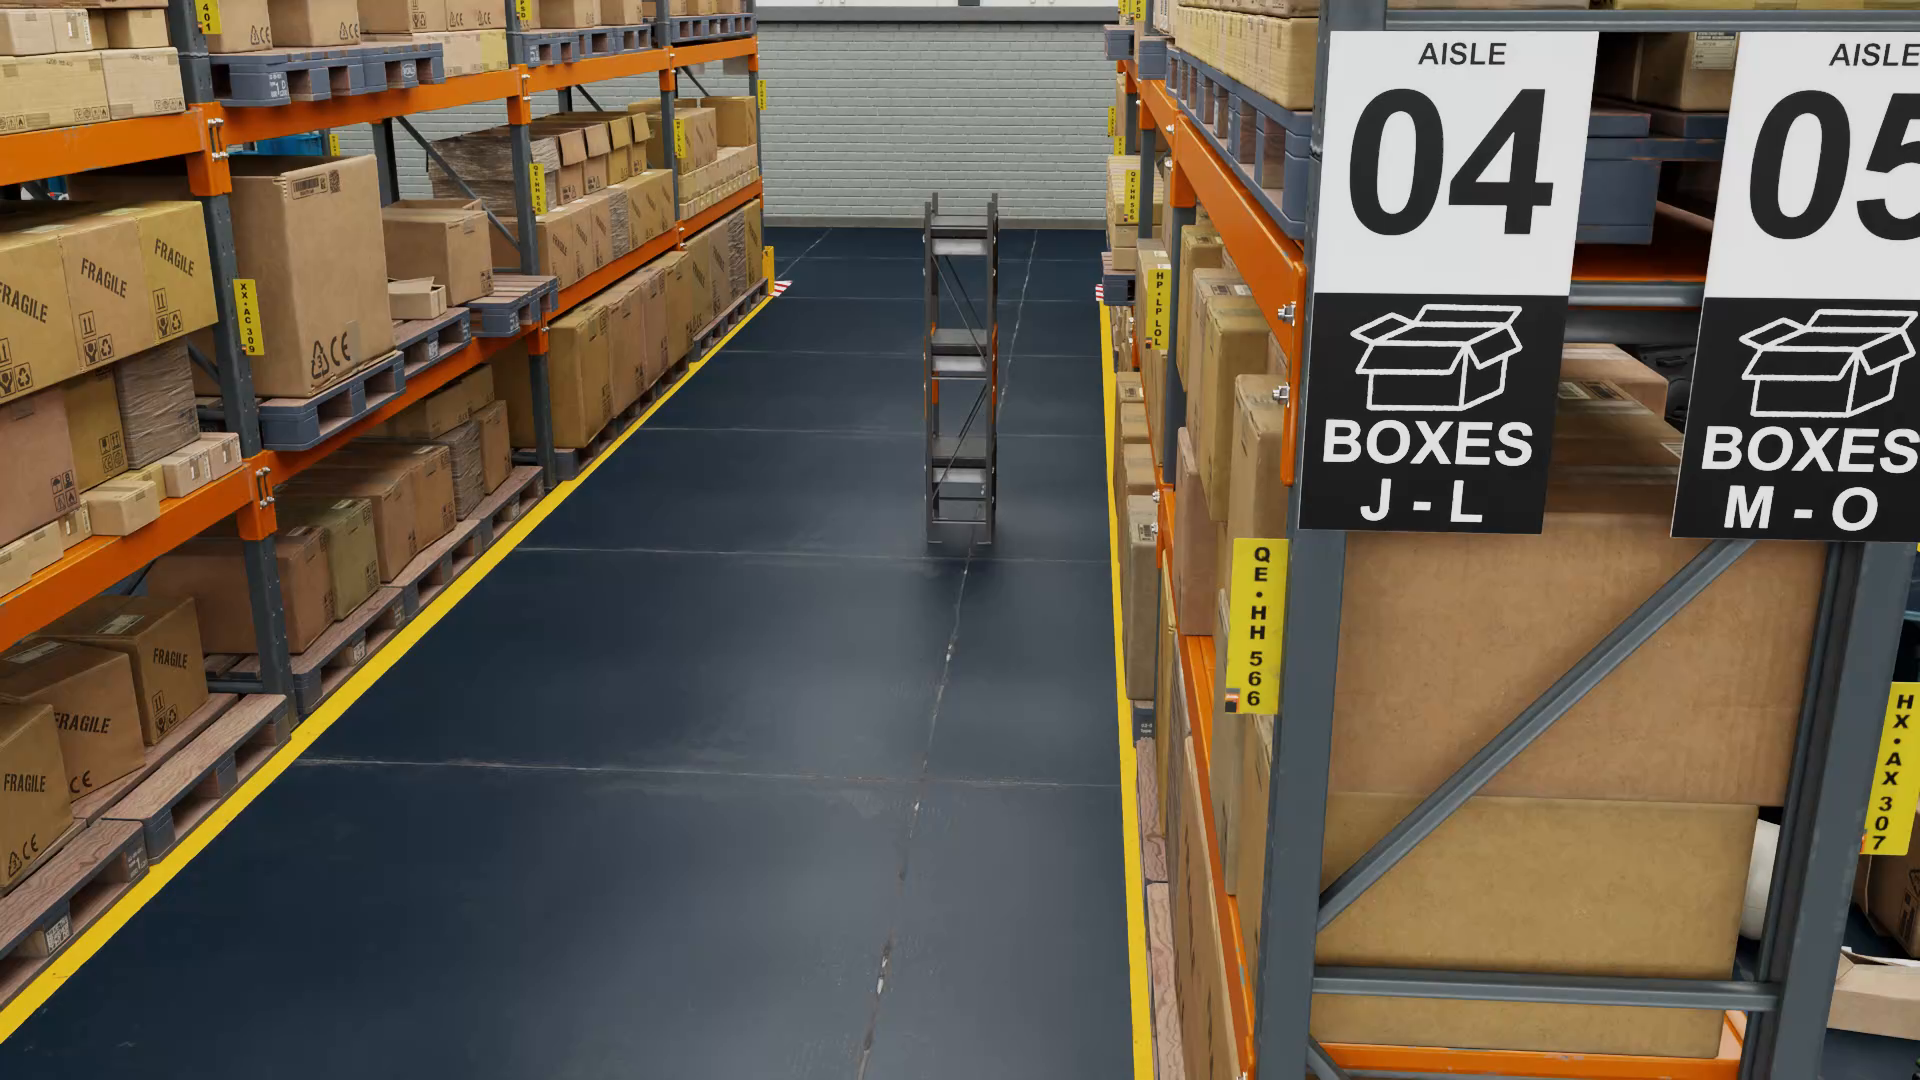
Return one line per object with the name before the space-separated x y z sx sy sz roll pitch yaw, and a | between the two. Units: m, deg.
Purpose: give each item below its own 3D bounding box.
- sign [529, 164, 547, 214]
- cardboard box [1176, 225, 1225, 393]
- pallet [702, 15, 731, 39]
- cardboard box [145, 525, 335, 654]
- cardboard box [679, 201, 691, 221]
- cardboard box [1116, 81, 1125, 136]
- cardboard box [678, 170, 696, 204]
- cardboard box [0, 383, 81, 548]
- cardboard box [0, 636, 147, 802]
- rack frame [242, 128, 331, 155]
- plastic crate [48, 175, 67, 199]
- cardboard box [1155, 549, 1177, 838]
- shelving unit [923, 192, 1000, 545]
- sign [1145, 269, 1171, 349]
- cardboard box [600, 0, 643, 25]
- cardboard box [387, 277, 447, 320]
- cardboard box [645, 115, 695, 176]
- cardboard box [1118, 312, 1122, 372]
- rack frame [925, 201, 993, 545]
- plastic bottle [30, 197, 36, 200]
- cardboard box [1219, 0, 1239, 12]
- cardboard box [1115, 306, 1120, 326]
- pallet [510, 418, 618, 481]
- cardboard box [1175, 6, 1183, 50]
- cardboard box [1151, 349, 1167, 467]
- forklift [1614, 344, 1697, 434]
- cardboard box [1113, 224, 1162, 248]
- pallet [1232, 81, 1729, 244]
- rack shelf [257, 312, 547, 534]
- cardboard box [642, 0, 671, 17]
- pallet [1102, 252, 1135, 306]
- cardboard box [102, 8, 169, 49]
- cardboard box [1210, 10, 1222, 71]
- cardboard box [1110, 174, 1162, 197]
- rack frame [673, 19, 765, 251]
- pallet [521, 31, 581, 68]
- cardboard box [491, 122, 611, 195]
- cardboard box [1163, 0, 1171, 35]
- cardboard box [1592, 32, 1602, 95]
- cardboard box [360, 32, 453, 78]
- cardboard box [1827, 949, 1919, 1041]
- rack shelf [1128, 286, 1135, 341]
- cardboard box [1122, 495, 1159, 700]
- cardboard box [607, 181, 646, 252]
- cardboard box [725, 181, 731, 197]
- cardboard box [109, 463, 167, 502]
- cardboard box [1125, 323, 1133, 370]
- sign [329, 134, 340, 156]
sign | -2.765 -2.298 10.886 0.100 0.325 0.005 1 18 4
cardboard box | 1.286 -0.881 6.318 0.875 0.550 0.550 1 18 4
pallet | -2.861 -5.052 16.348 1.003 0.211 1.213 1 18 4
cardboard box | -3.528 0.236 8.192 0.700 0.500 0.500 0 18 0
cardboard box | -2.667 -3.002 15.170 0.380 0.149 0.250 1 18 4
cardboard box | 1.787 -4.191 16.153 0.500 0.500 0.500 1 18 2
cardboard box | -2.725 -3.247 15.278 0.500 0.250 0.500 1 18 3
cardboard box | -3.694 -0.291 5.854 0.875 0.500 0.500 1 18 4
cardboard box | -3.696 0.738 6.695 0.500 0.500 0.500 7 20 21
rack frame | -7.673 -4.390 19.002 1.000 3.000 0.127 1 18 4
plastic crate | -8.267 -3.321 15.670 0.392 0.384 0.575 1 18 4
cardboard box | 1.232 0.594 6.531 0.875 0.875 0.875 2 18 5
shelving unit | 0.012 -1.049 10.253 0.431 2.100 0.503 1 18 4
sign | 0.805 -0.932 6.717 0.100 0.325 0.005 1 18 4
cardboard box | -3.052 -4.529 13.775 0.700 0.500 0.500 2 18 5
cardboard box | -3.157 -1.406 9.439 0.396 0.266 0.258 1 18 2
cardboard box | -2.731 -3.606 15.170 0.500 0.500 0.500 1 18 4
cardboard box | 1.602 -1.683 14.081 0.500 0.500 0.500 2 18 6
rack frame | -0.006 -0.973 10.022 0.400 2.100 0.015 1 18 4
plastic bottle | -7.857 -2.777 14.160 0.144 0.351 0.185 1 18 4
cardboard box | 0.890 -1.380 3.928 0.500 0.250 0.500 1 18 4
cardboard box | 1.632 -2.070 15.350 0.380 0.149 0.250 0 18 1
pallet | -3.175 -0.713 12.259 1.003 0.211 1.213 1 18 4
cardboard box | 0.981 -1.858 6.027 0.380 0.149 0.250 1 18 3
cardboard box | 1.117 -0.626 7.354 0.500 0.500 0.500 1 18 4
forklift | 3.828 -0.774 8.079 1.130 2.935 3.031 -8 20 -23
cardboard box | 1.214 -2.038 11.075 0.380 0.149 0.250 2 18 5
pallet | 1.103 -0.782 3.316 1.003 0.211 1.213 1 18 4
rack shelf | -3.450 -0.831 9.299 1.077 0.370 4.000 1 18 4
cardboard box | -3.024 -5.001 15.056 0.700 0.500 0.500 0 18 1
pallet | 1.578 -1.785 11.361 1.213 0.211 1.003 1 18 4
cardboard box | -3.329 -1.988 6.457 0.380 0.149 0.250 2 18 6
cardboard box | 0.855 -1.305 4.341 0.380 0.149 0.250 2 18 5
cardboard box | 1.326 -2.660 12.498 0.380 0.149 0.250 2 18 6
rack frame | -2.733 -4.279 18.665 1.000 3.000 0.127 1 18 4
pallet | -3.313 -3.331 11.258 1.213 0.211 1.003 2 18 6
cardboard box | -3.147 -2.956 12.856 0.797 0.503 0.637 2 18 6
cardboard box | 1.253 -2.590 7.999 0.500 0.311 0.500 1 18 2
cardboard box | 1.440 -0.977 3.339 0.380 0.149 0.250 1 18 4
cardboard box | -3.157 -2.685 9.224 0.500 0.250 0.500 2 18 5
cardboard box | 3.060 1.464 5.528 0.396 0.266 0.258 4 19 13
rack shelf | 1.777 -1.932 12.656 1.077 0.370 4.000 1 18 4
cardboard box | 1.301 0.265 7.737 1.050 0.750 0.750 1 18 4
cardboard box | -2.854 -2.617 13.432 0.500 0.500 0.500 1 18 3
cardboard box | -2.540 -3.567 16.895 0.380 0.149 0.250 2 18 5
cardboard box | -3.421 -0.206 6.637 0.380 0.149 0.250 1 18 4
cardboard box | 1.446 -1.396 12.001 0.500 0.250 0.500 2 18 5
sign | -7.124 -4.460 18.955 0.100 0.325 0.005 1 18 4
